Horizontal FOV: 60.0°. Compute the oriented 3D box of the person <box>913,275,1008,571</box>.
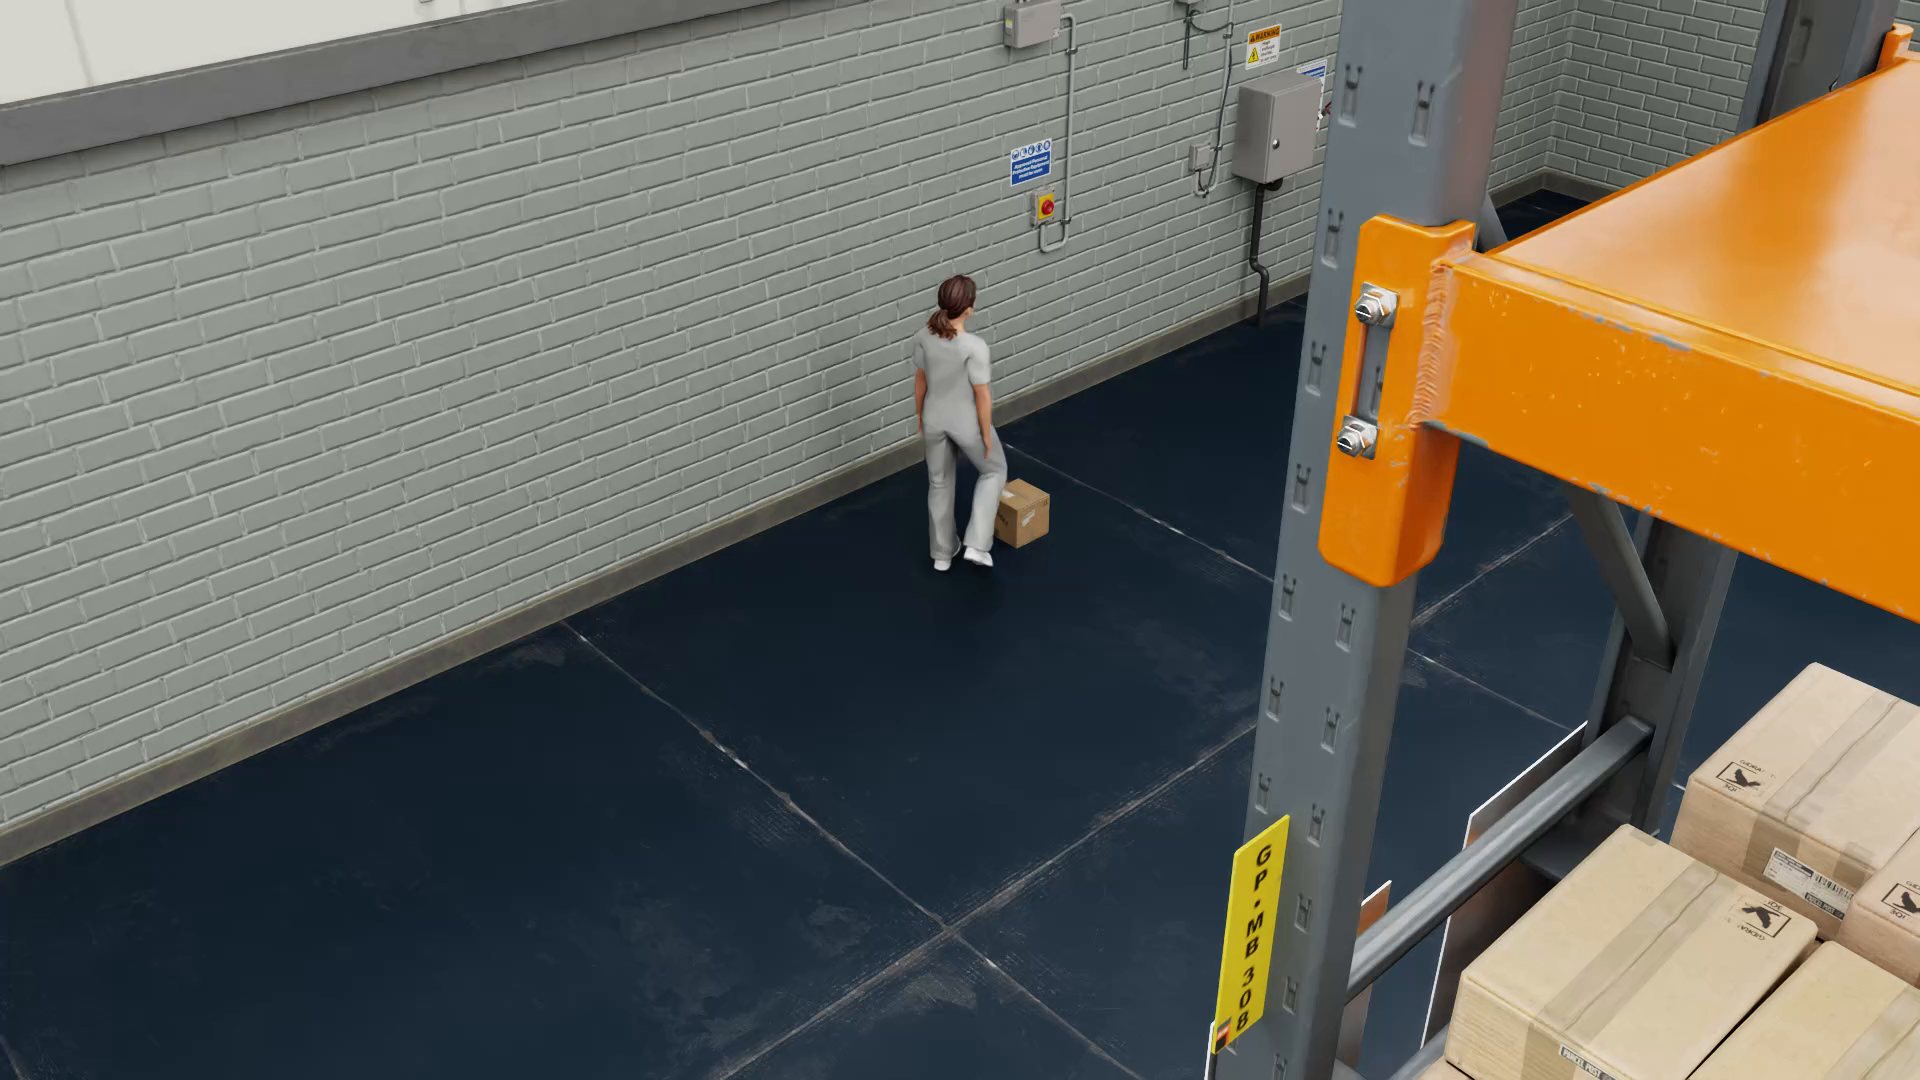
[{"bbox_3d":[-0.016,-0.593,8.584,0.460,1.684,0.434,14,35,22],"label":"person"}]
